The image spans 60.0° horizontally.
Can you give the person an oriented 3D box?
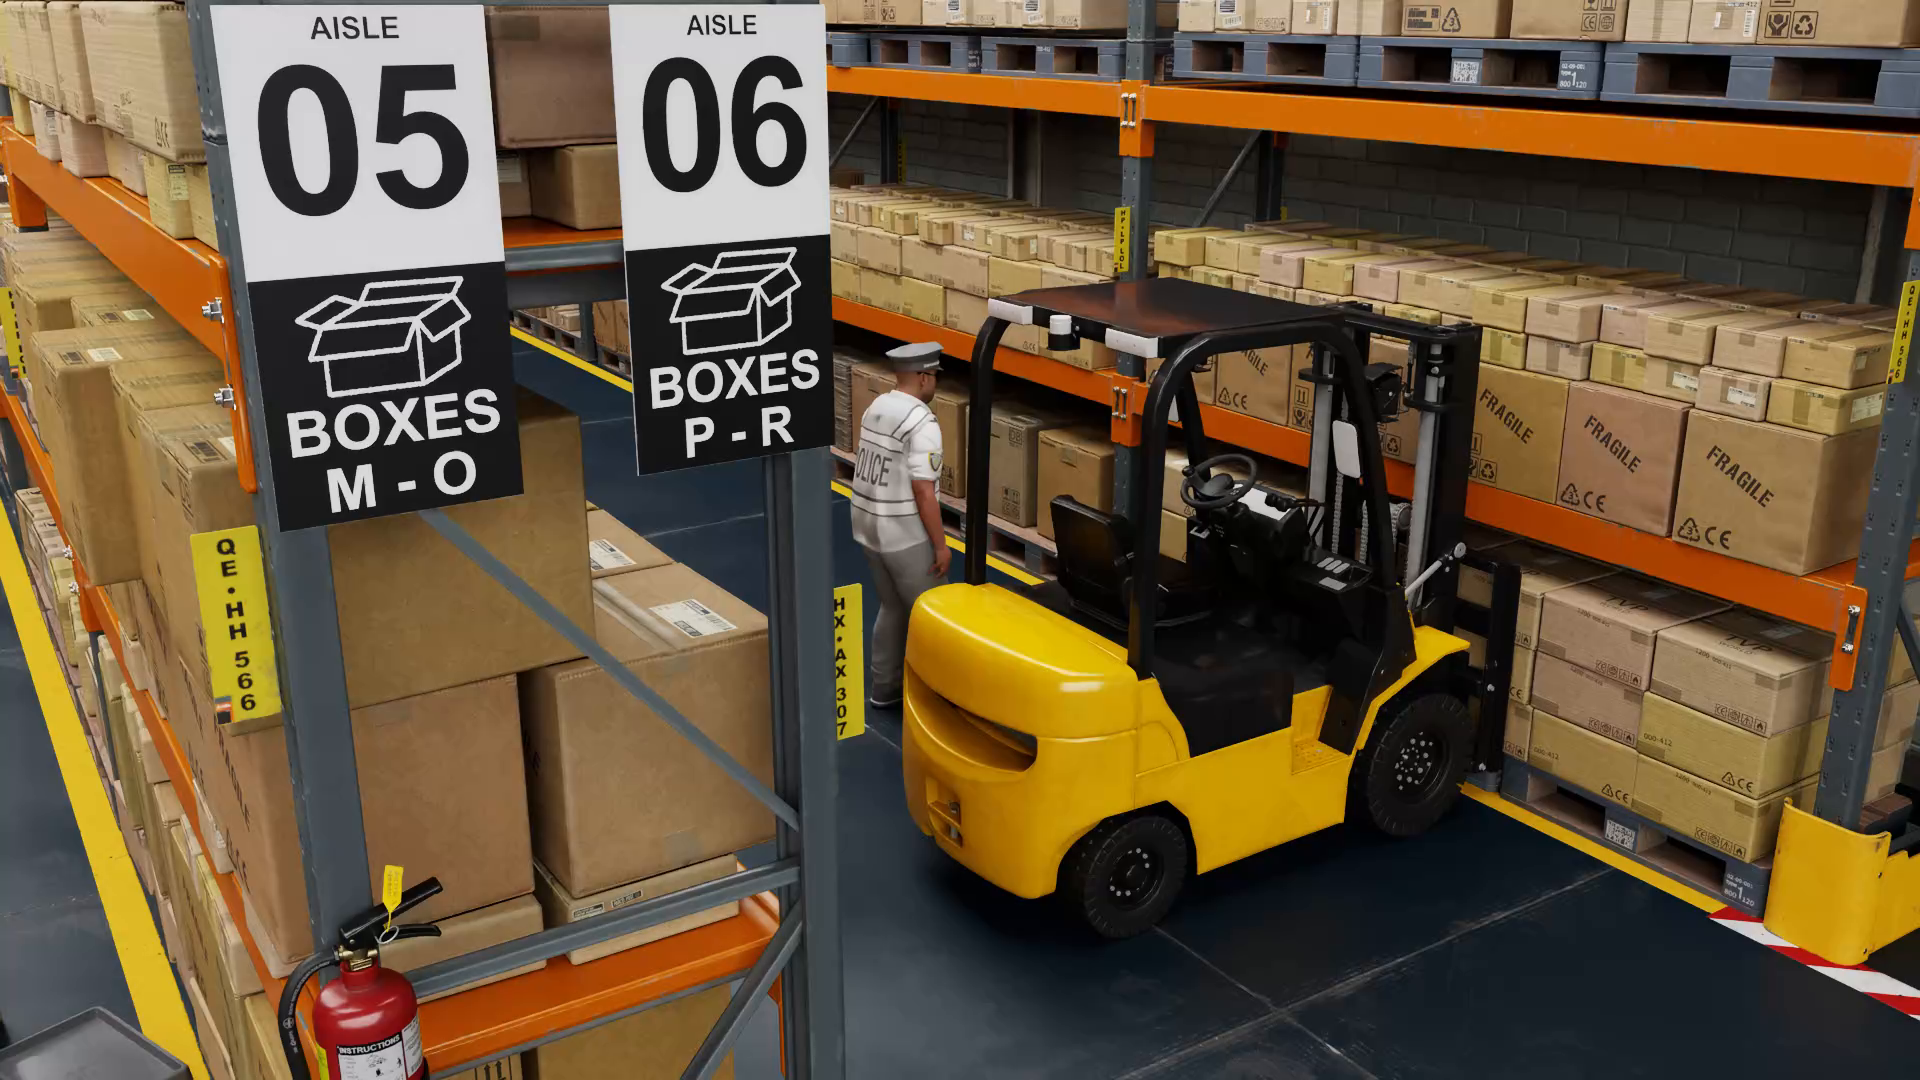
[{"bbox_3d":[-0.254,-0.024,7.616,0.439,1.747,0.585,-11,21,-31],"label":"person"}]
